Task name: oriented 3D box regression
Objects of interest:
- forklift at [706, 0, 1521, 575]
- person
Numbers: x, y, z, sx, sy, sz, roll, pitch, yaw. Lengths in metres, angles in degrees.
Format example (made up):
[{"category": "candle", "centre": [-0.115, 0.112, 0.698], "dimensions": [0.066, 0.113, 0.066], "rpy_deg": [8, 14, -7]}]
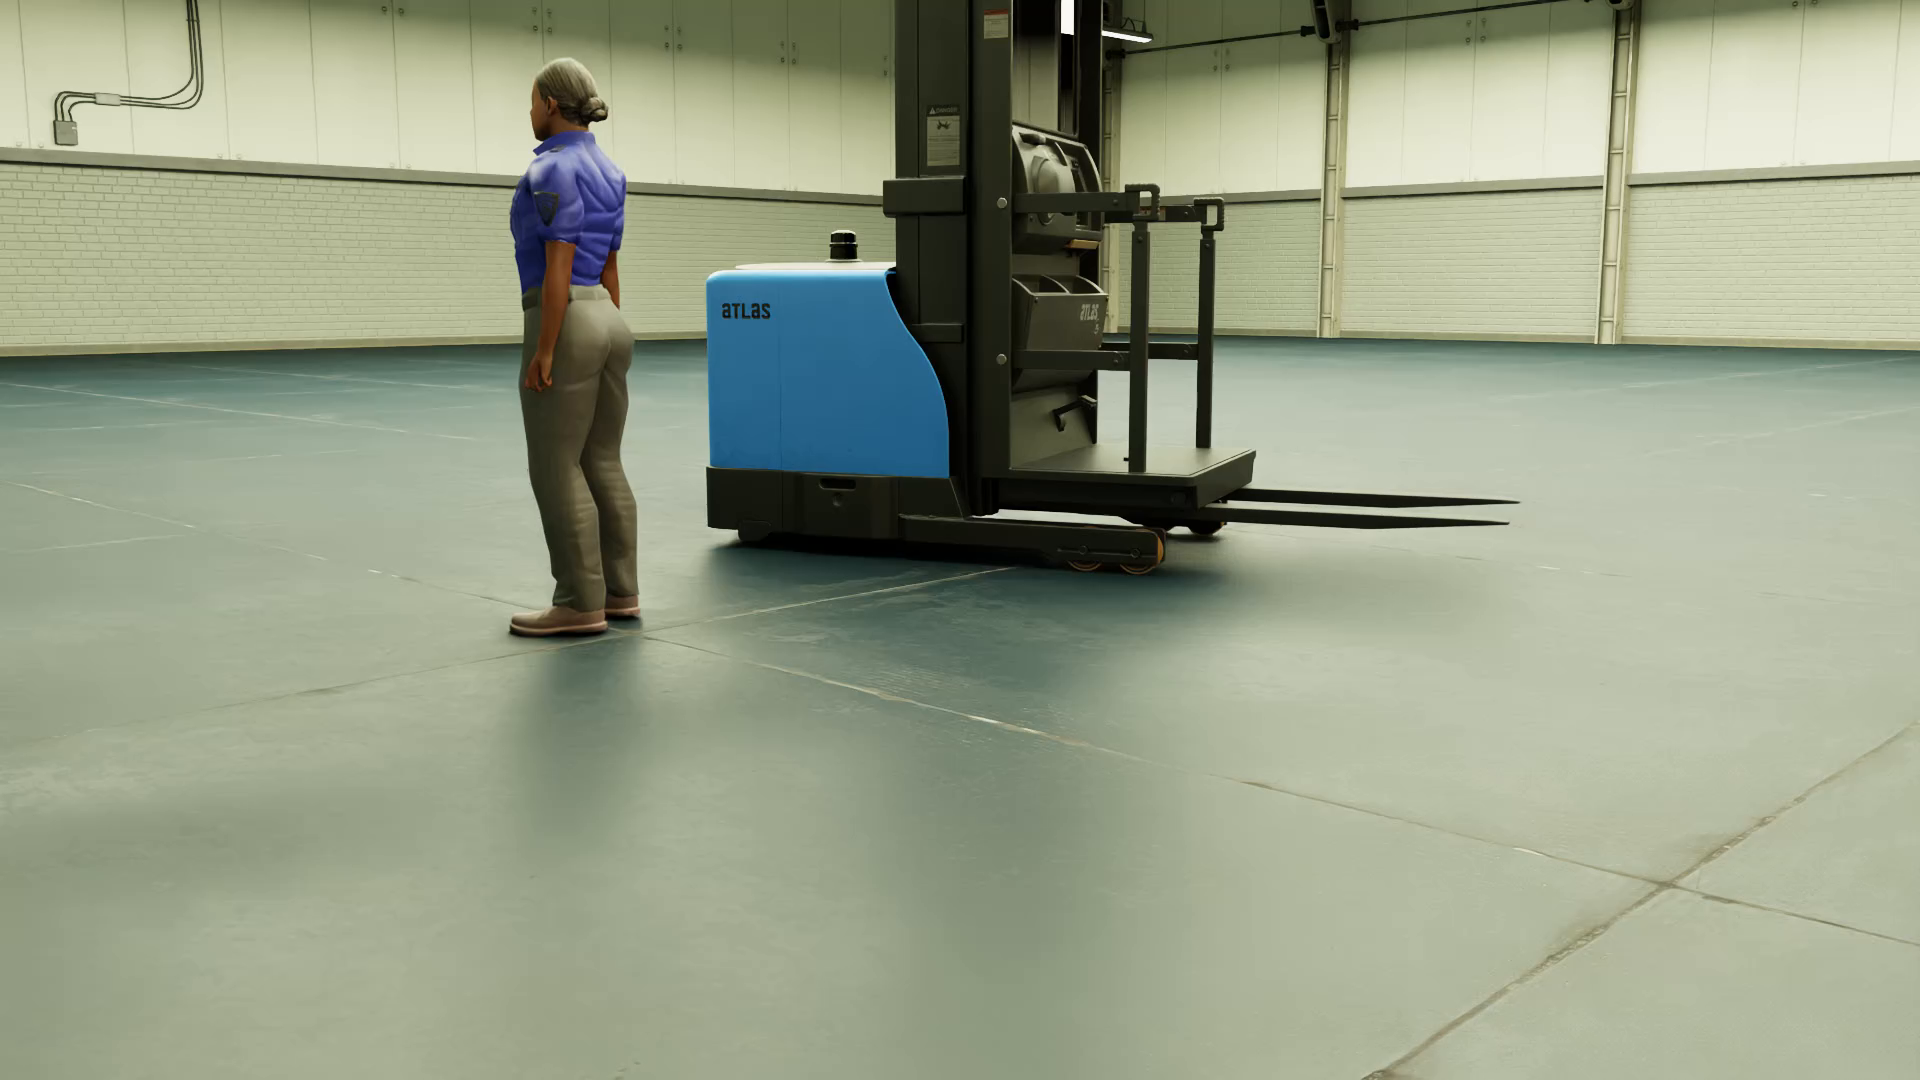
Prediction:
[{"category": "forklift", "centre": [0.565, -1.416, 6.275], "dimensions": [3.031, 2.935, 1.130], "rpy_deg": [3, 9, 22]}, {"category": "person", "centre": [-1.149, -0.563, 4.898], "dimensions": [0.315, 1.661, 0.465], "rpy_deg": [2, 9, 14]}]
